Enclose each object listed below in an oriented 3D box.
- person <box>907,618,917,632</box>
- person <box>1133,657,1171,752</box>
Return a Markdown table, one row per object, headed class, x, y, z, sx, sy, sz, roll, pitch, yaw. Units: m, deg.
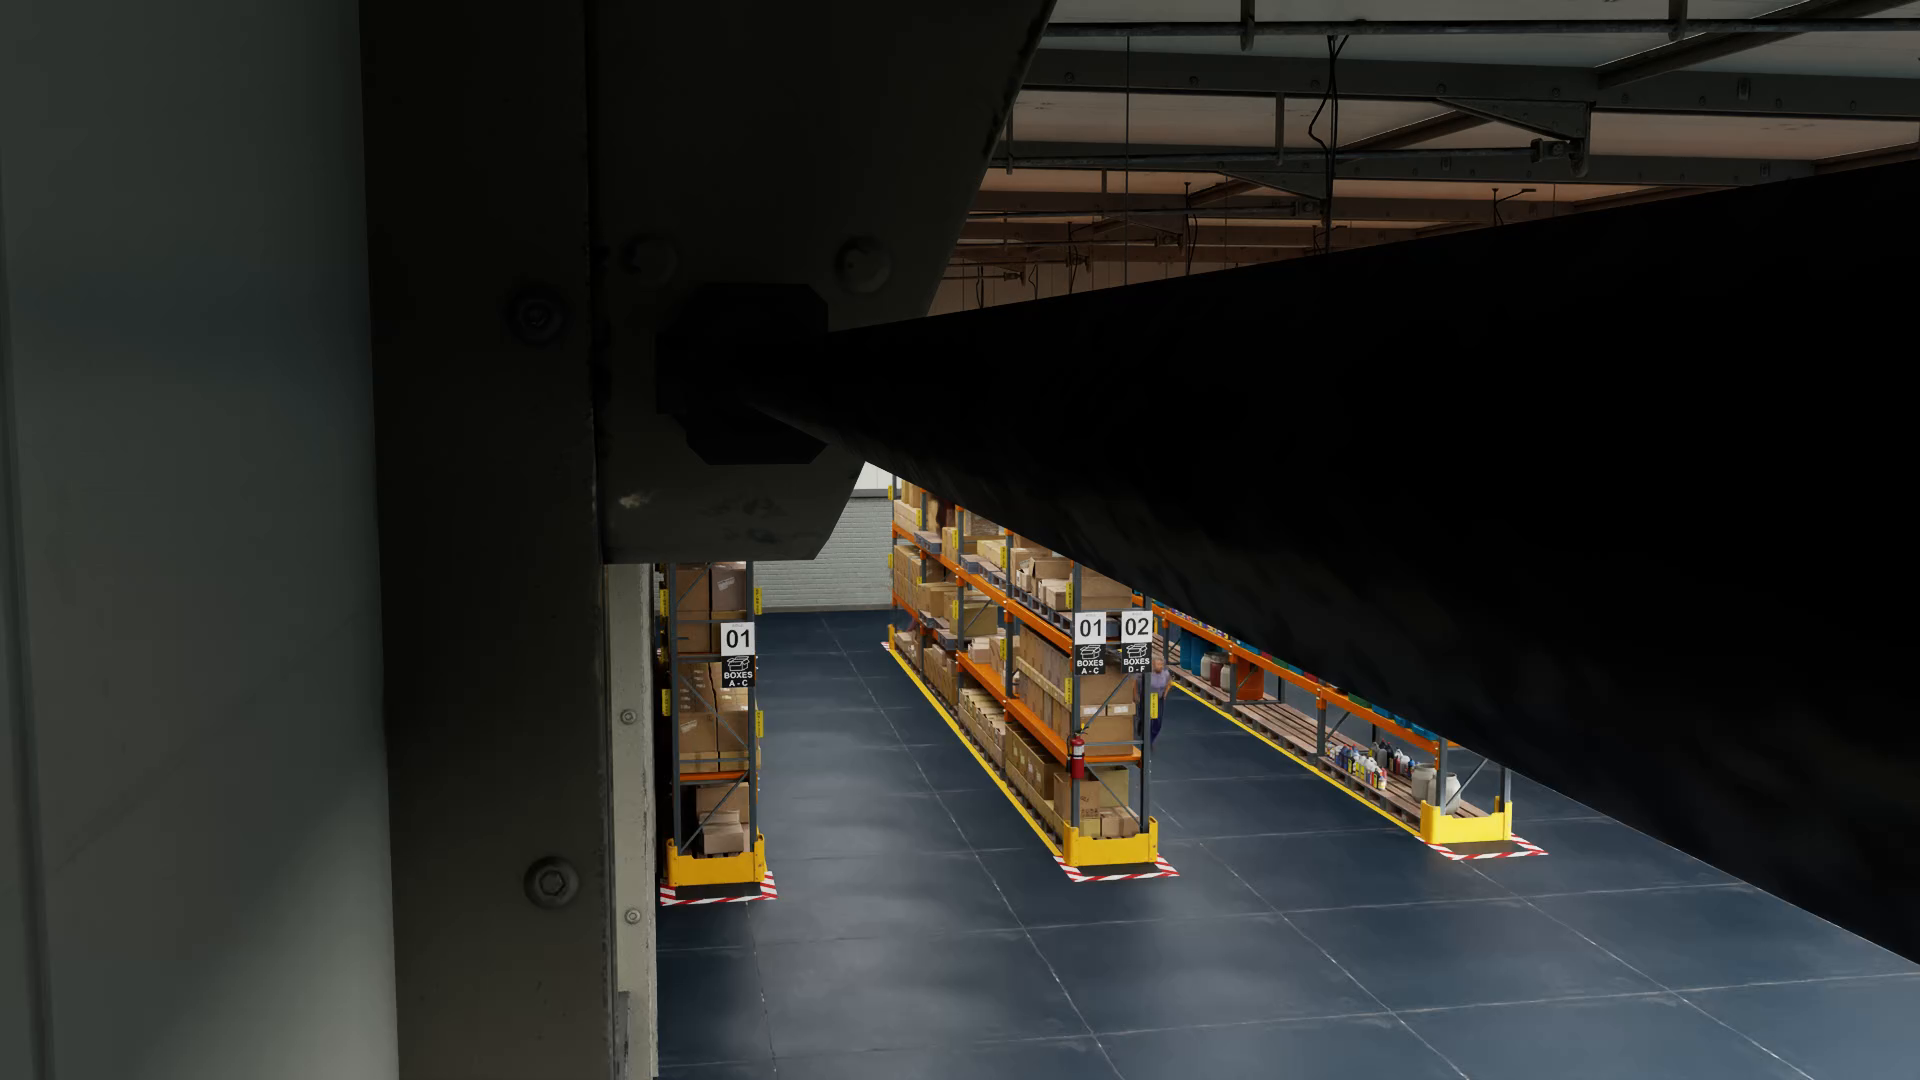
| class | x | y | z | sx | sy | sz | roll | pitch | yaw |
| --- | --- | --- | --- | --- | --- | --- | --- | --- | --- |
| person | -0.852 | 1.450 | 37.629 | 0.741 | 1.717 | 0.601 | 0 | 6 | -1 |
| person | 3.129 | 2.652 | 27.016 | 0.596 | 1.582 | 0.692 | -2 | 7 | -20 |
